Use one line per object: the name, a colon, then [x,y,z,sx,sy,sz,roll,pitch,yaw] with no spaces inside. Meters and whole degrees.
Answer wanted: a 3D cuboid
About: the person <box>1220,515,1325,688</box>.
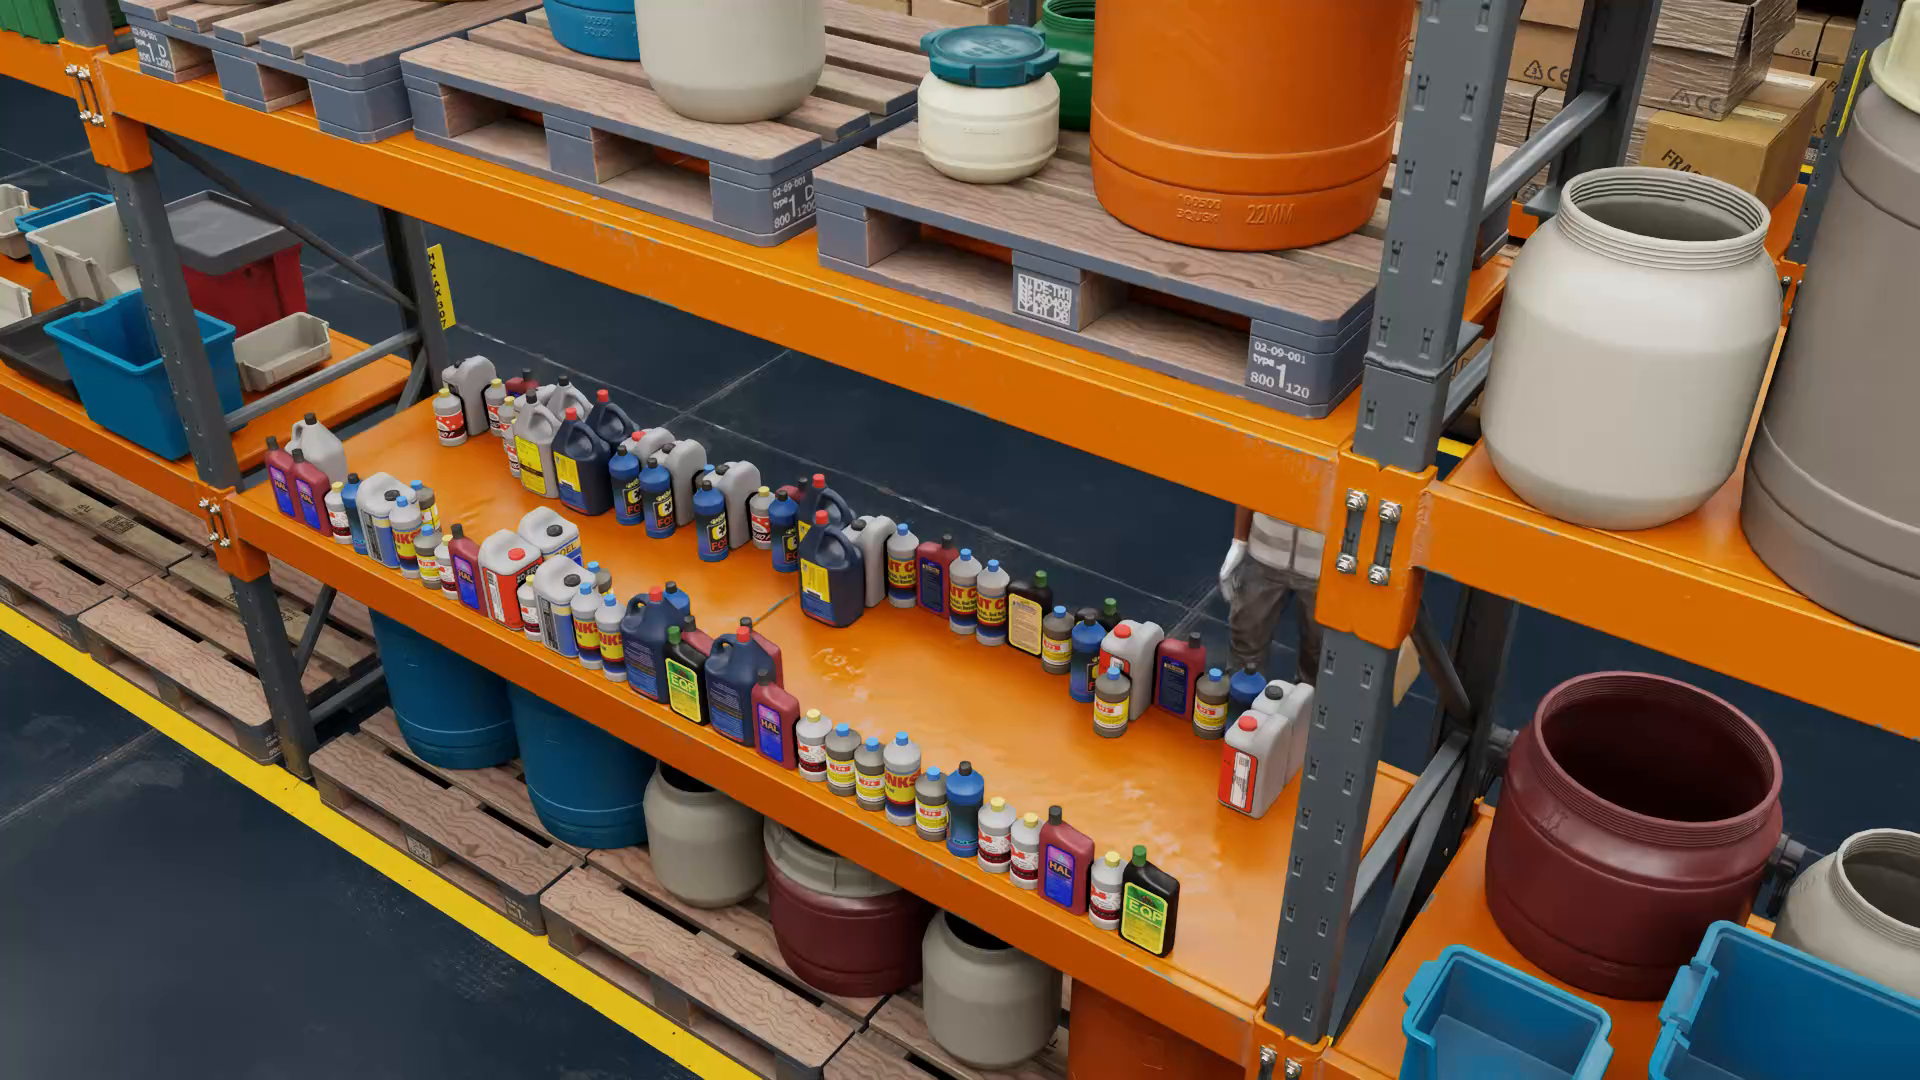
person: [1.238,0.067,5.938,0.549,1.732,0.437,14,37,20]
